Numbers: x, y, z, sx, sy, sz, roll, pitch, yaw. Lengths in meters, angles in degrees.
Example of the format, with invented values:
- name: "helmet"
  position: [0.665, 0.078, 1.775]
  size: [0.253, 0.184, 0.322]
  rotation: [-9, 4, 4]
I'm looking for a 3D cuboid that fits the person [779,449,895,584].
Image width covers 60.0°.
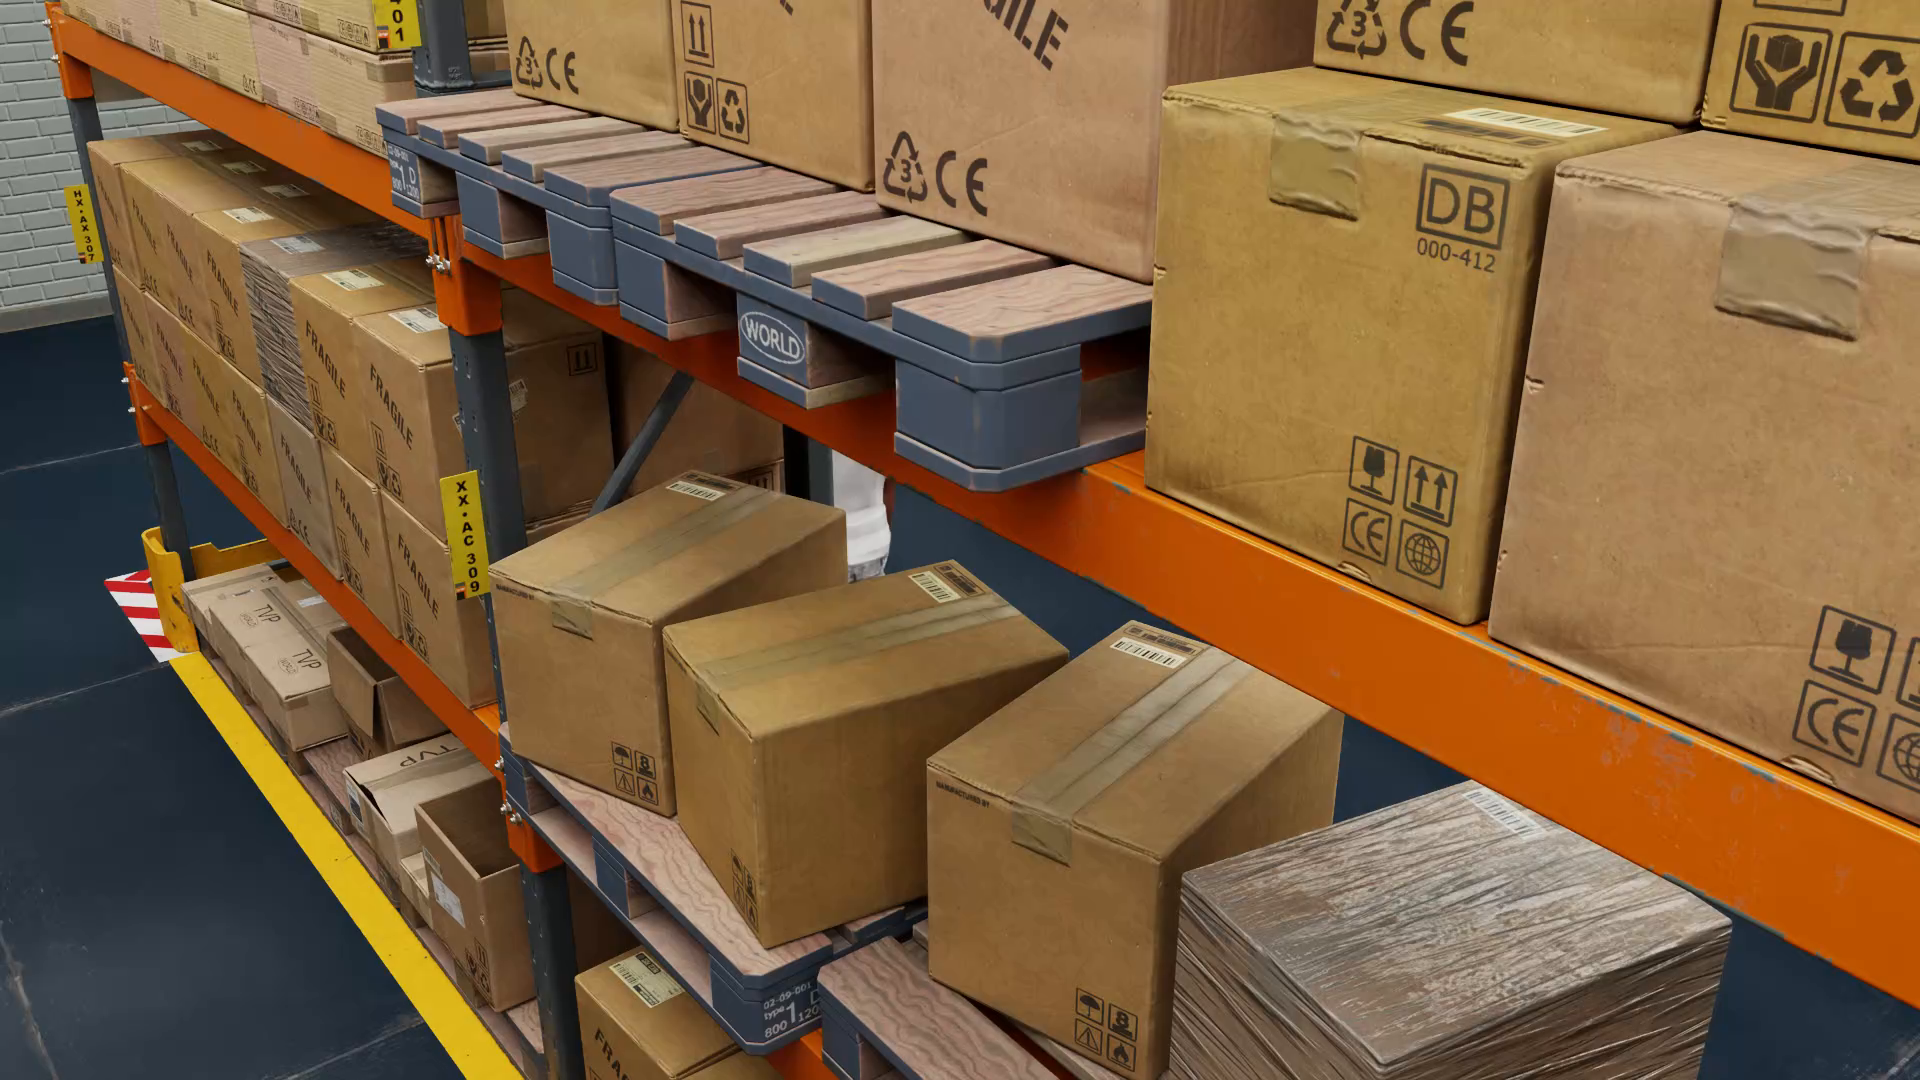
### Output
- name: "person"
  position: [-0.490, 0.054, 6.467]
  size: [0.547, 1.777, 0.354]
  rotation: [-17, 30, -33]
